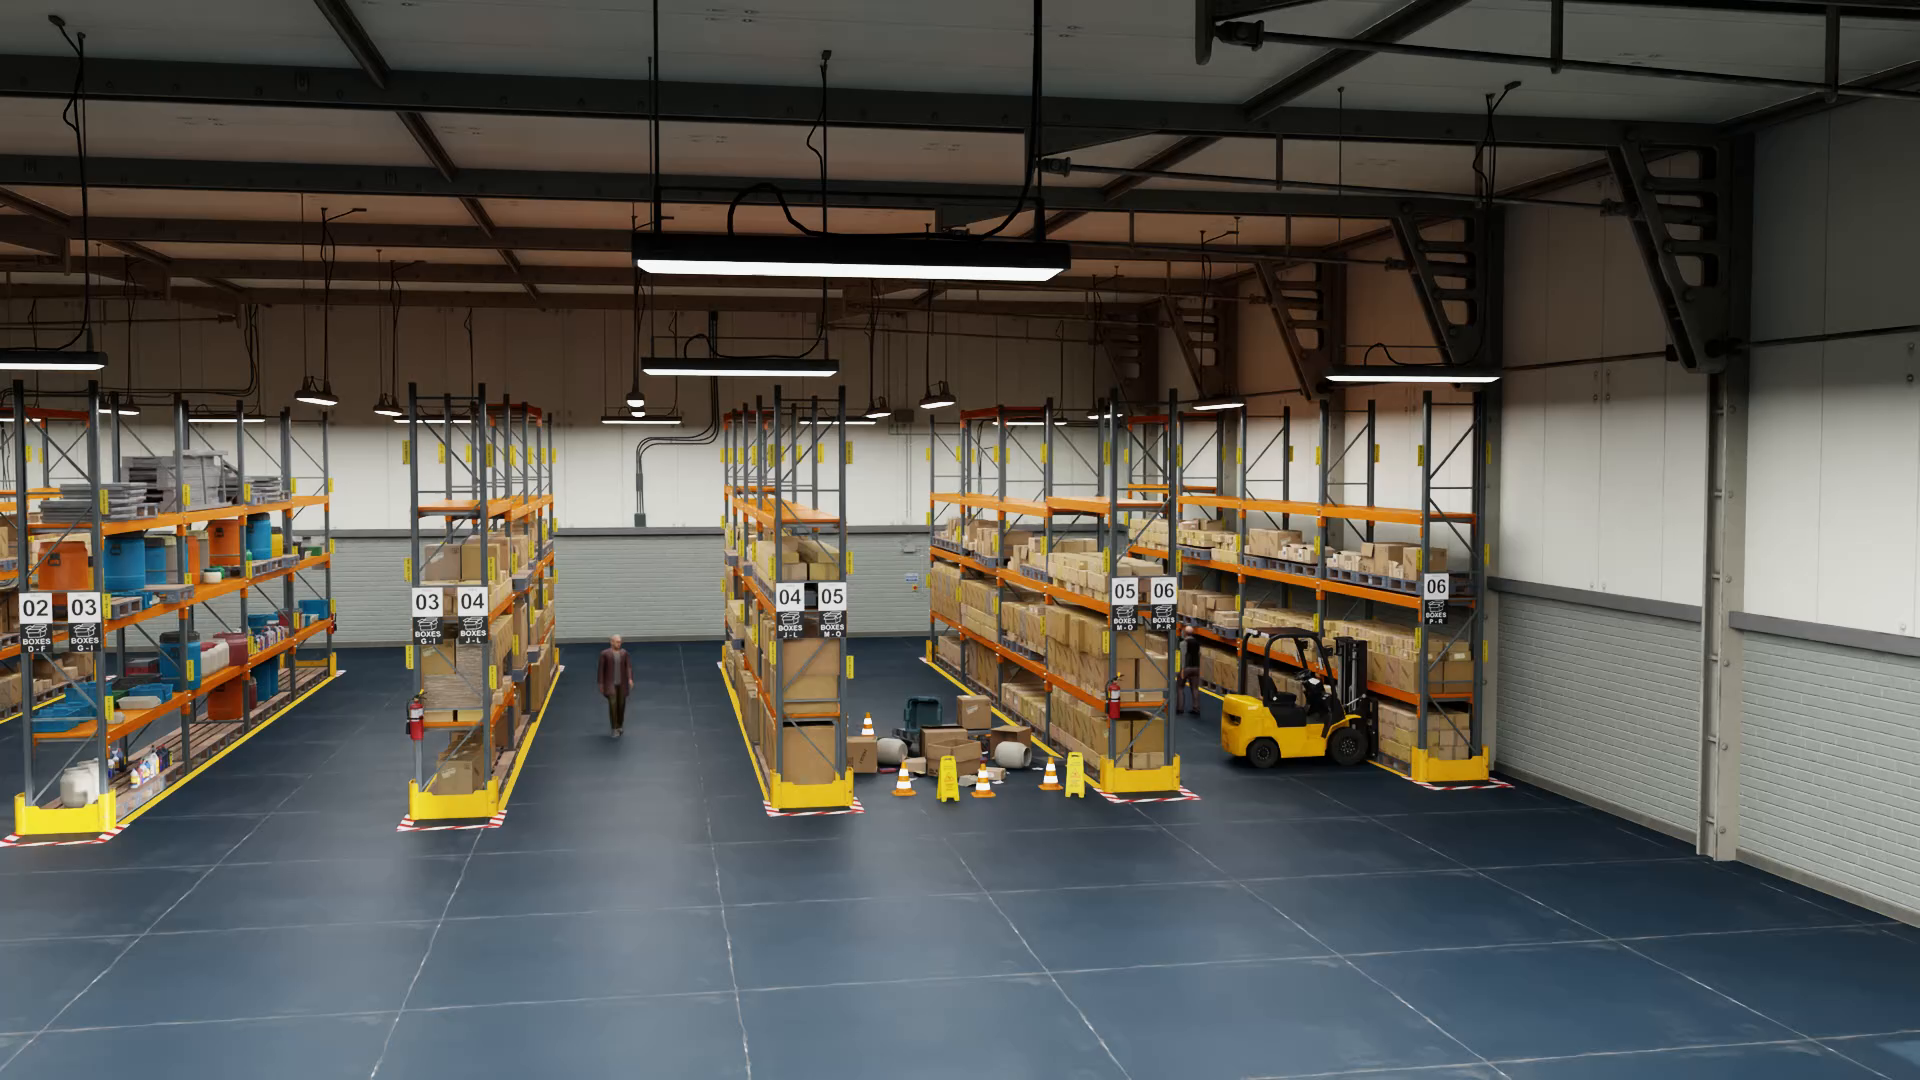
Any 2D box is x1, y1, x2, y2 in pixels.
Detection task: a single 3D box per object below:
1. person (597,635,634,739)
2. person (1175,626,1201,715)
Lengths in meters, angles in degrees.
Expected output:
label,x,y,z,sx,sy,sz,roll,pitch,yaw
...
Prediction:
label,x,y,z,sx,sy,sz,roll,pitch,yaw
person,-6.128,2.618,29.817,0.609,1.804,0.732,-2,3,-33
person,4.436,2.539,32.105,0.552,1.747,0.701,-1,3,-23
